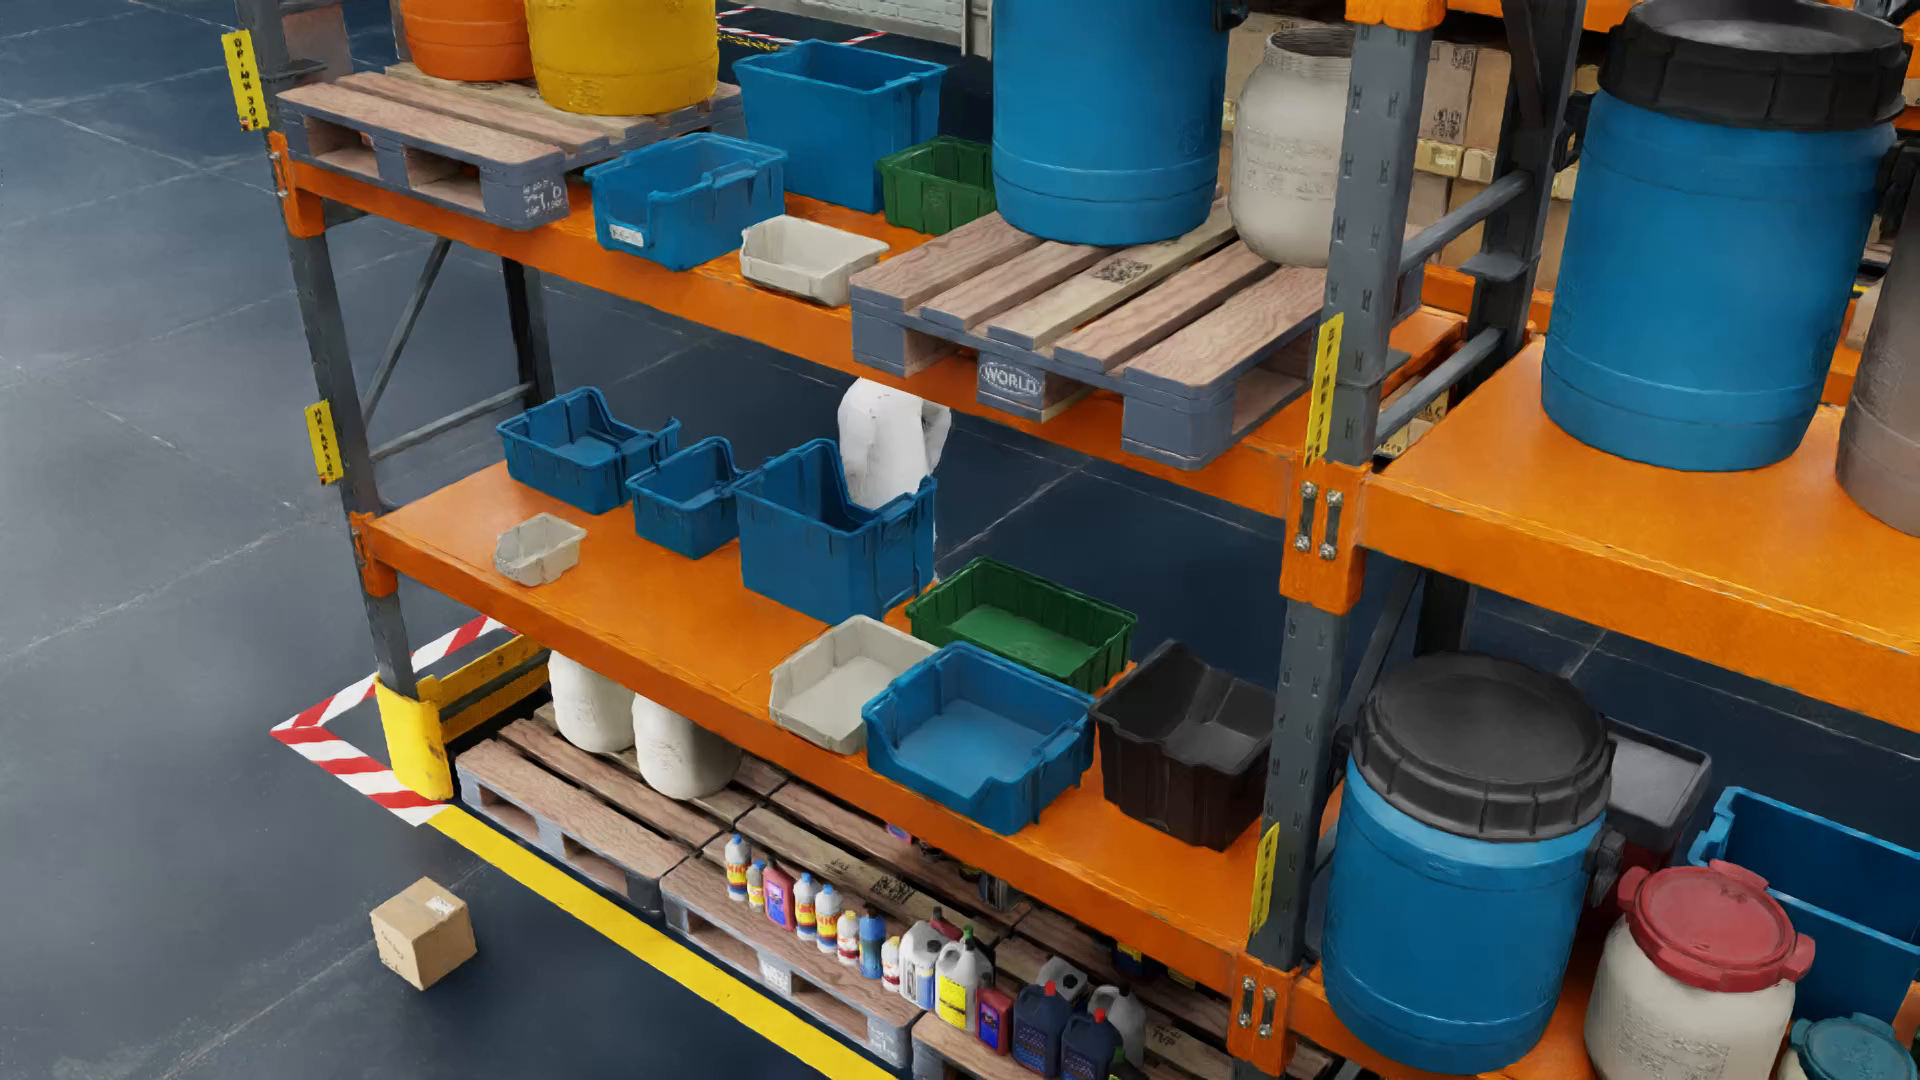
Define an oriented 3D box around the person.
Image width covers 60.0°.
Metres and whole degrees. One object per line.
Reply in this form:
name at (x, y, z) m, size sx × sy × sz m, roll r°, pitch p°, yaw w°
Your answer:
person at (-0.282, -0.160, 7.445) m, size 0.520 × 1.741 × 0.725 m, roll 20°, pitch 36°, yaw 31°
